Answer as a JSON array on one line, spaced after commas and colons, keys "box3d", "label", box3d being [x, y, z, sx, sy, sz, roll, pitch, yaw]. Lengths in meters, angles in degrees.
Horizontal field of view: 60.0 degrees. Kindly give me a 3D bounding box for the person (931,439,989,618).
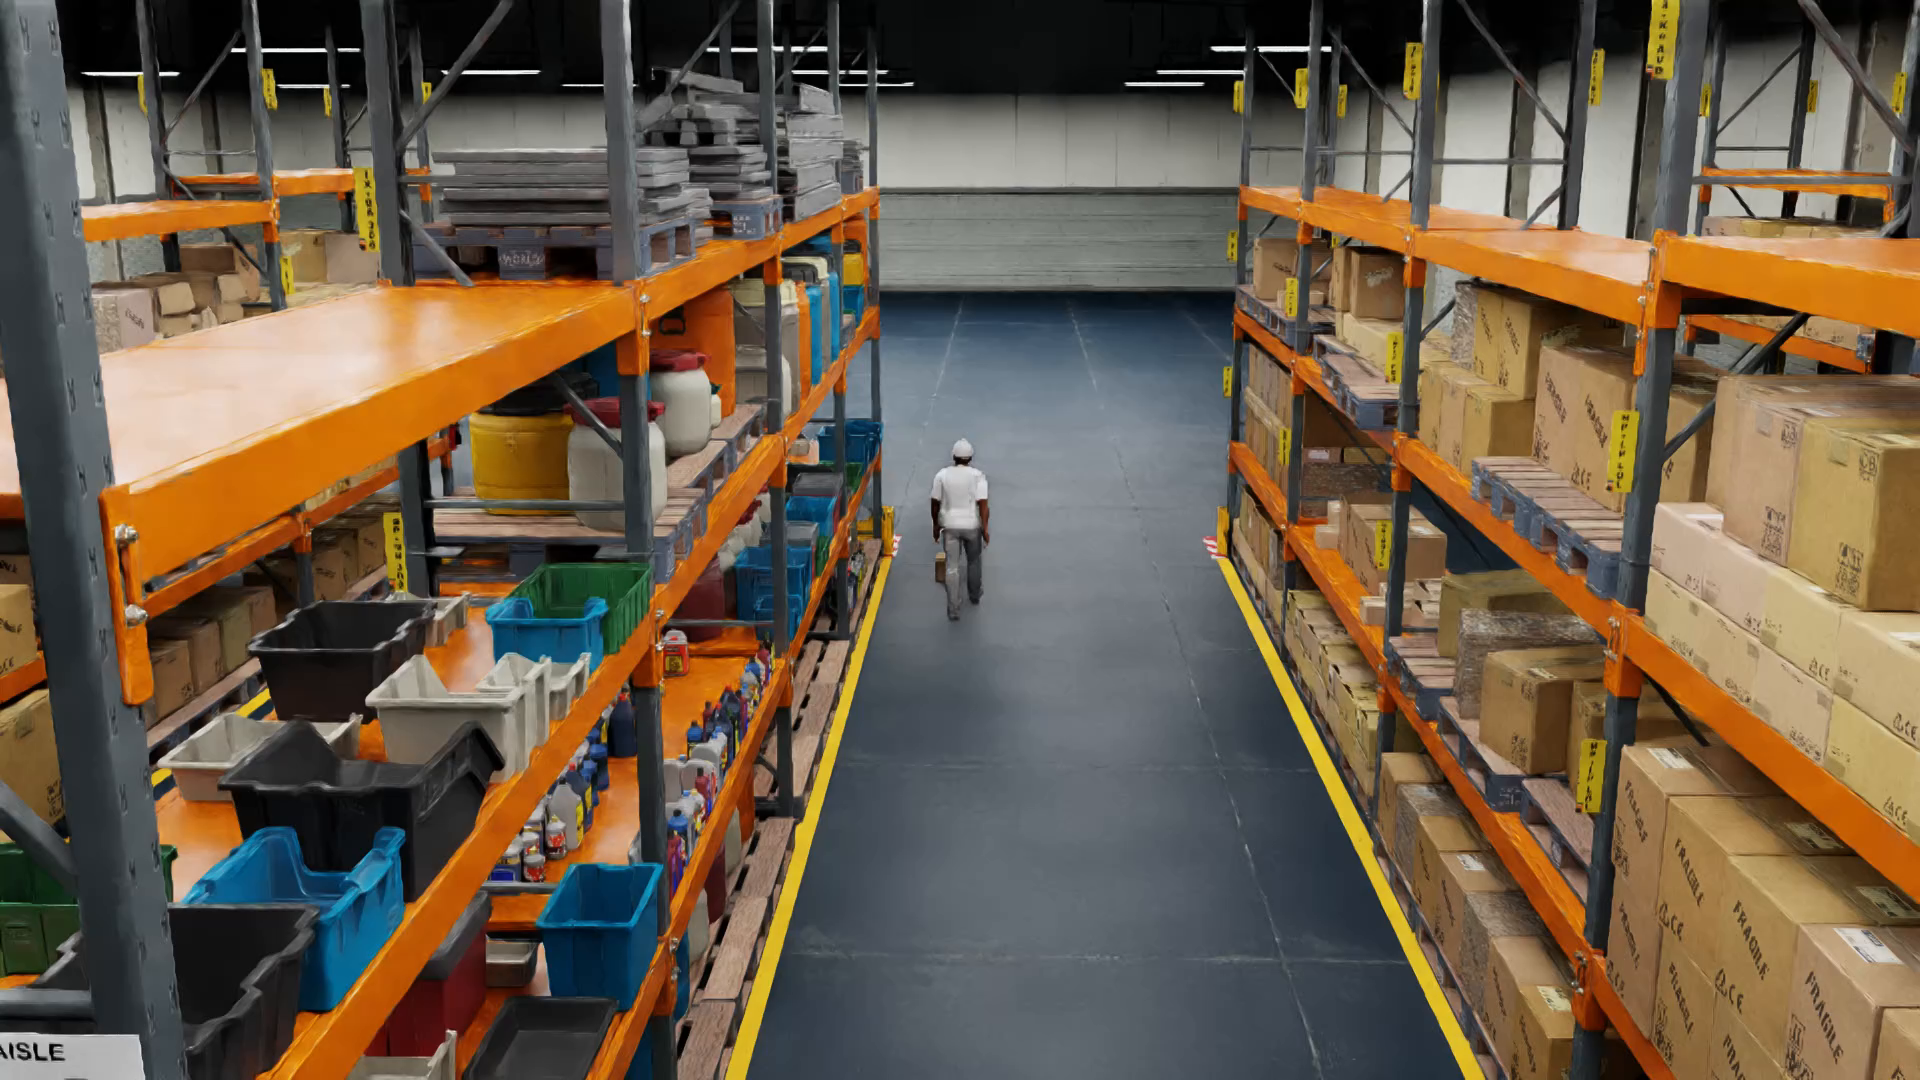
[{"box3d": [0.008, -0.155, 16.597, 0.593, 1.725, 0.955, 1, 14, 3], "label": "person"}]
